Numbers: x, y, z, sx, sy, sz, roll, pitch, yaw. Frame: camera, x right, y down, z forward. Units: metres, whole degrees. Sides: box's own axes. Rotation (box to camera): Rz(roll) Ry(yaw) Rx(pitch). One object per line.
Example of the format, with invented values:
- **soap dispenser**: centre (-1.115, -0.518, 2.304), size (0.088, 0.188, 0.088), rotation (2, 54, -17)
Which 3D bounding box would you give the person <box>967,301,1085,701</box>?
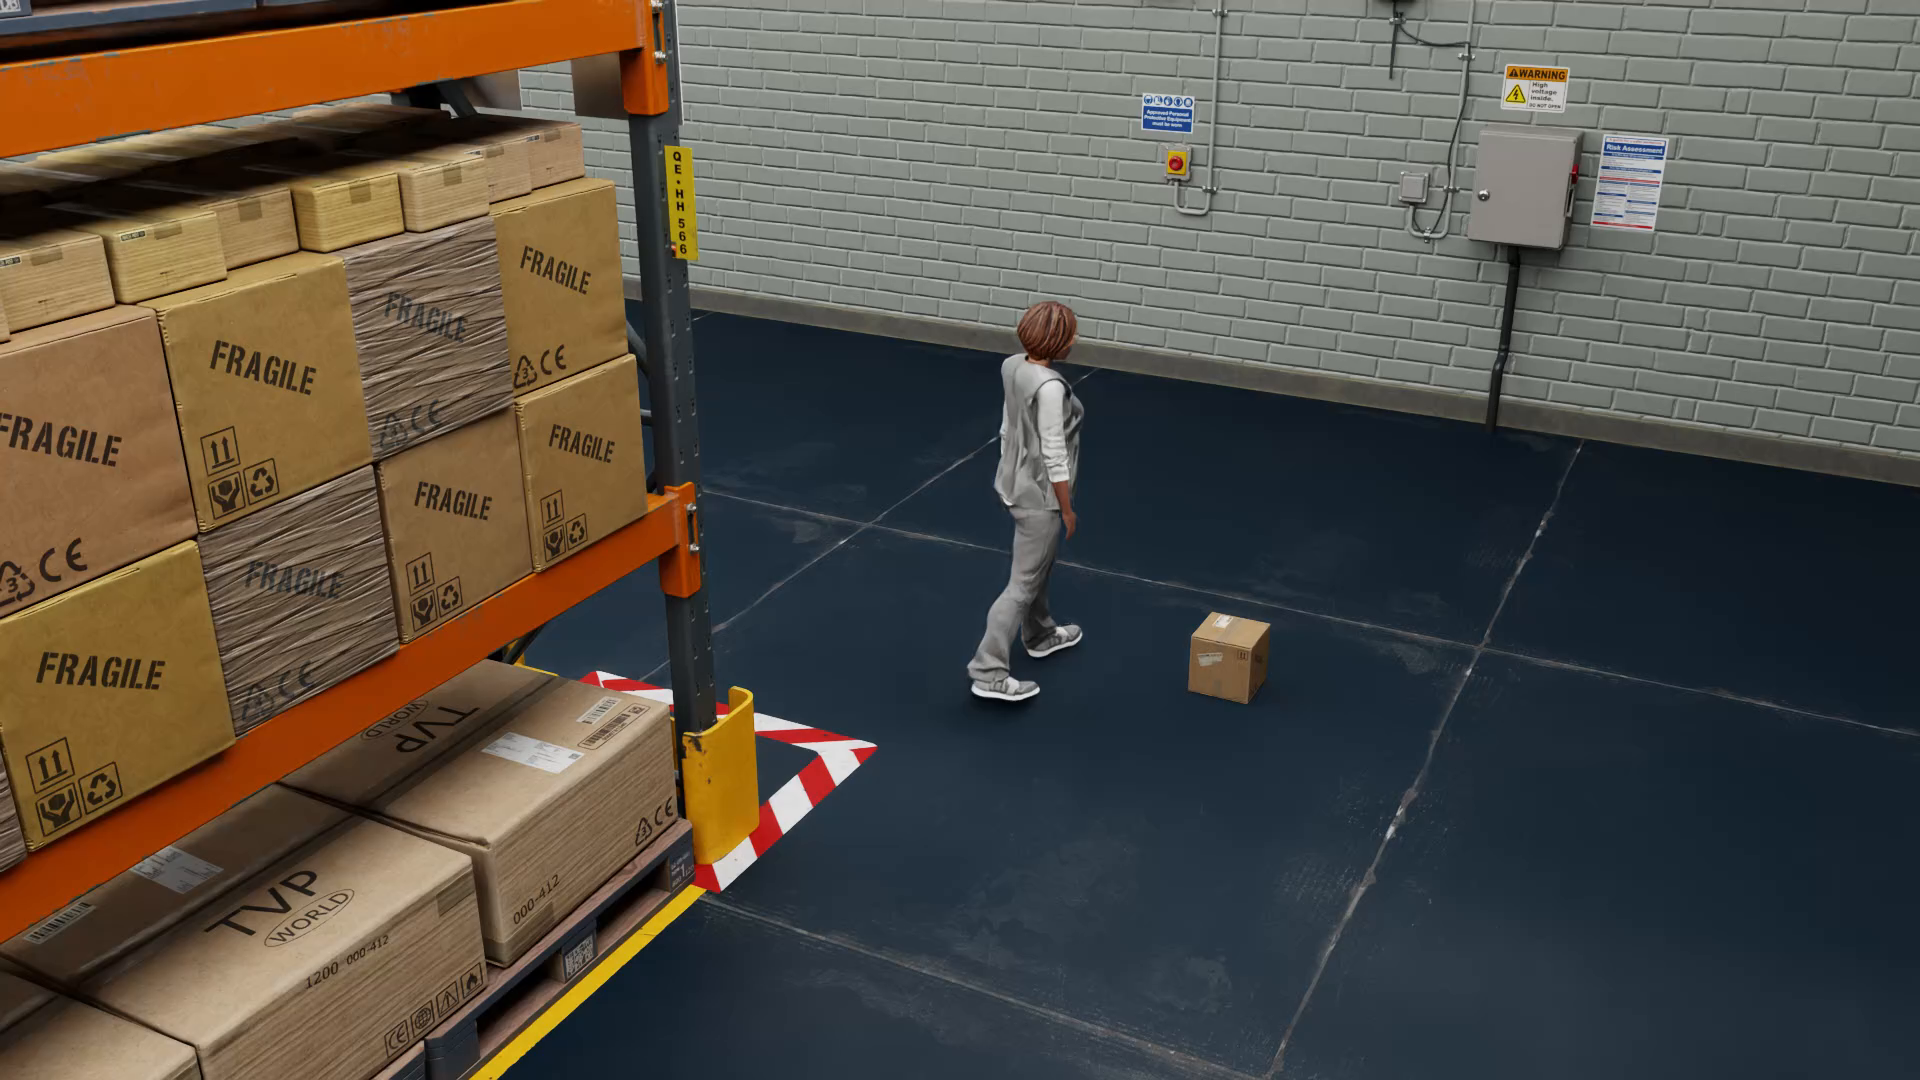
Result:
- **person**: centre (0.290, -0.177, 6.512), size (0.633, 1.577, 0.492), rotation (-8, 24, -18)
